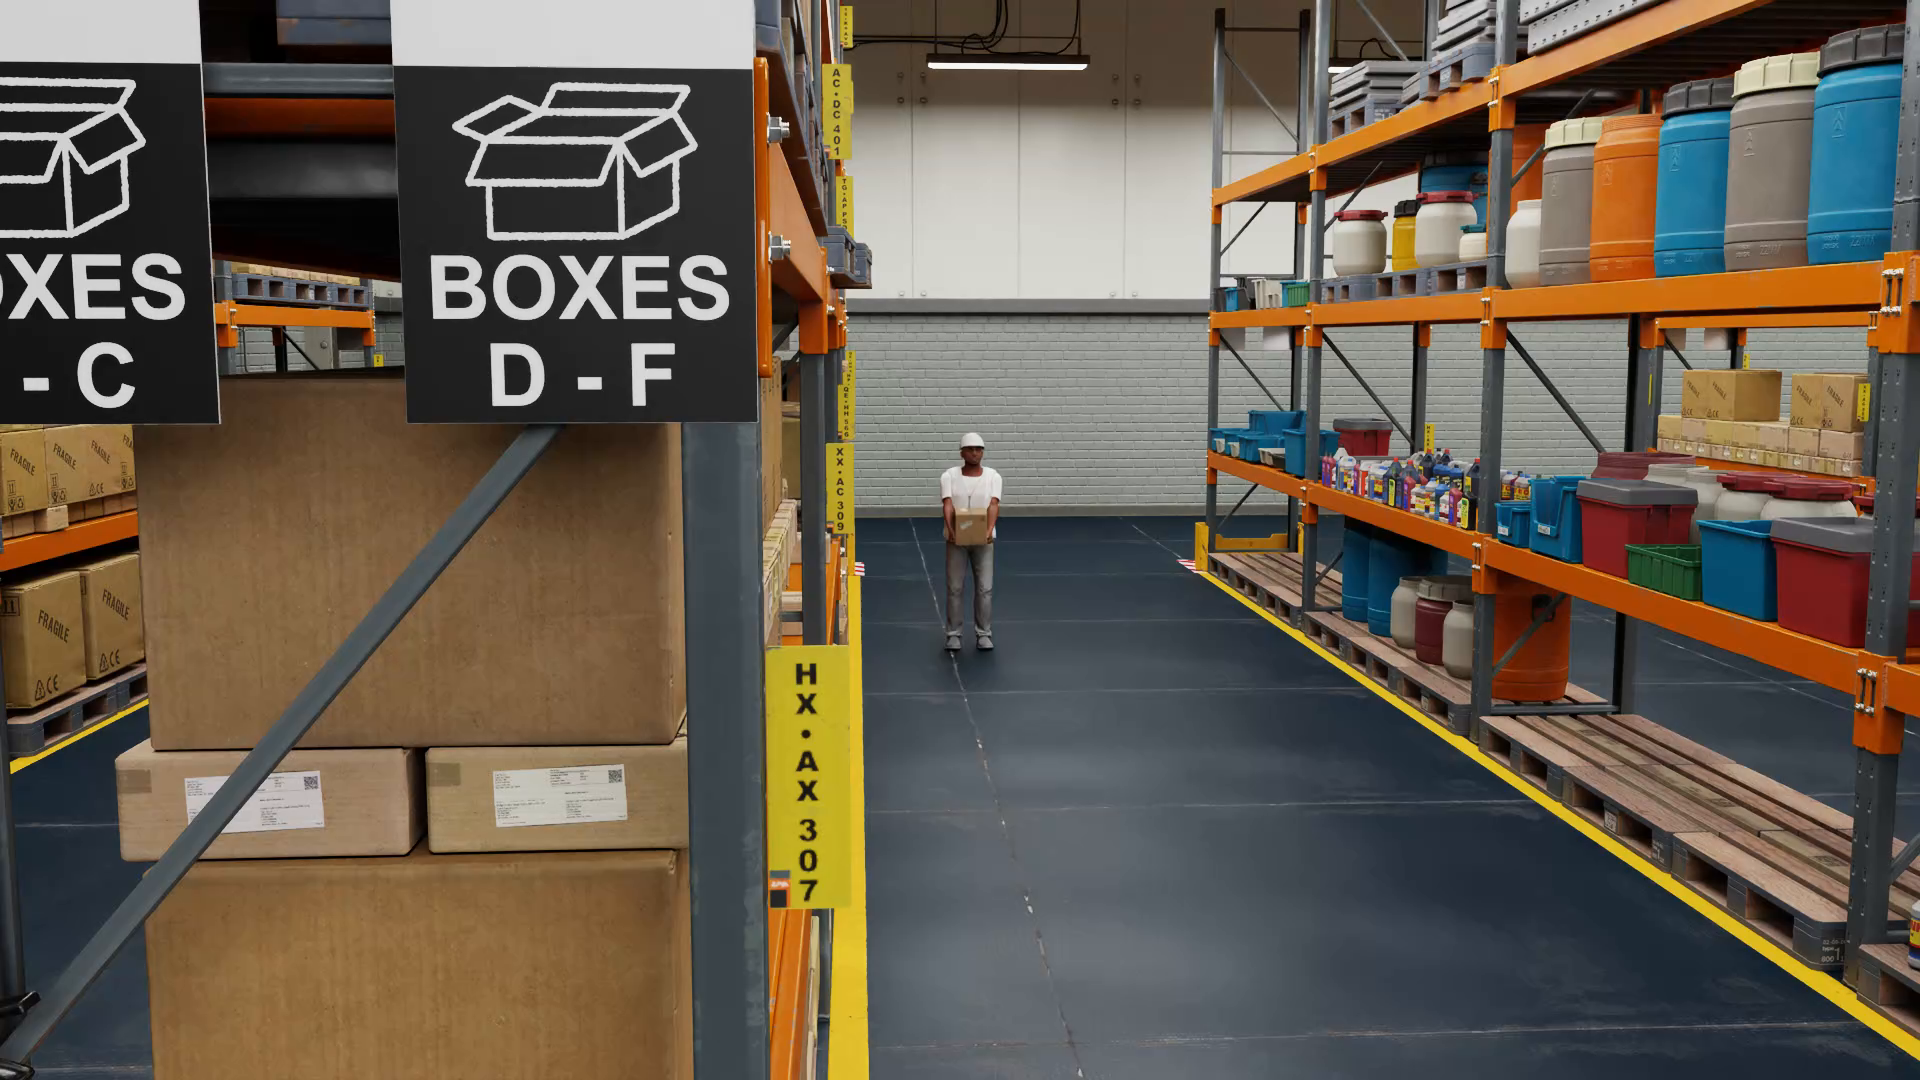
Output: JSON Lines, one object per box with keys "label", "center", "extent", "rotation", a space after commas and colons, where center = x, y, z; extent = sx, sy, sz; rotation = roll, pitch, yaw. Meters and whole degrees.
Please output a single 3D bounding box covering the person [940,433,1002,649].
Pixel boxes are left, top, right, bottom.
{"label": "person", "center": [0.095, 0.020, 13.497], "extent": [0.503, 1.760, 0.587], "rotation": [0, 7, -2]}
